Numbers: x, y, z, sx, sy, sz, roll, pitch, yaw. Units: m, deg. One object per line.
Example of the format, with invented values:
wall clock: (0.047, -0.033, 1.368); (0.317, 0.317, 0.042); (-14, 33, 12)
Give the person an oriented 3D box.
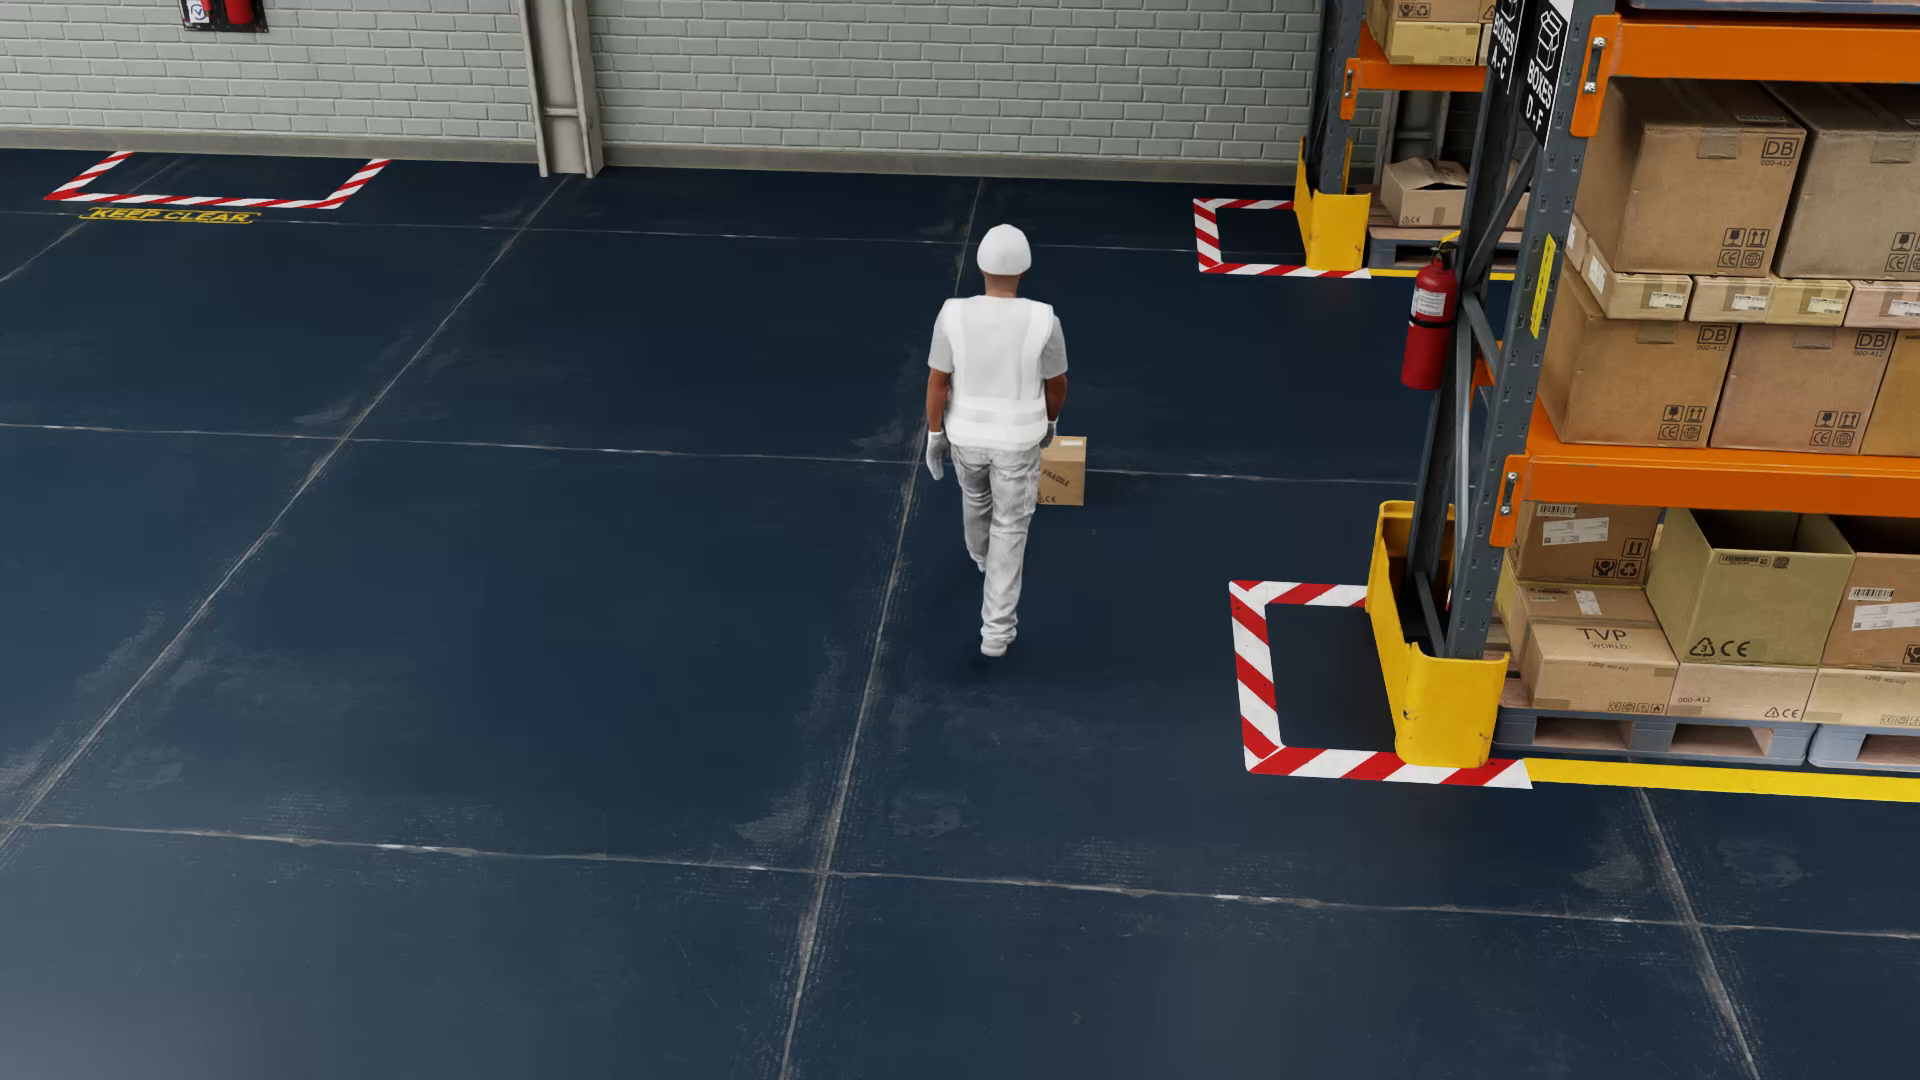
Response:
person: (0.164, -0.466, 6.875); (0.560, 1.746, 1.018); (7, 32, 10)
